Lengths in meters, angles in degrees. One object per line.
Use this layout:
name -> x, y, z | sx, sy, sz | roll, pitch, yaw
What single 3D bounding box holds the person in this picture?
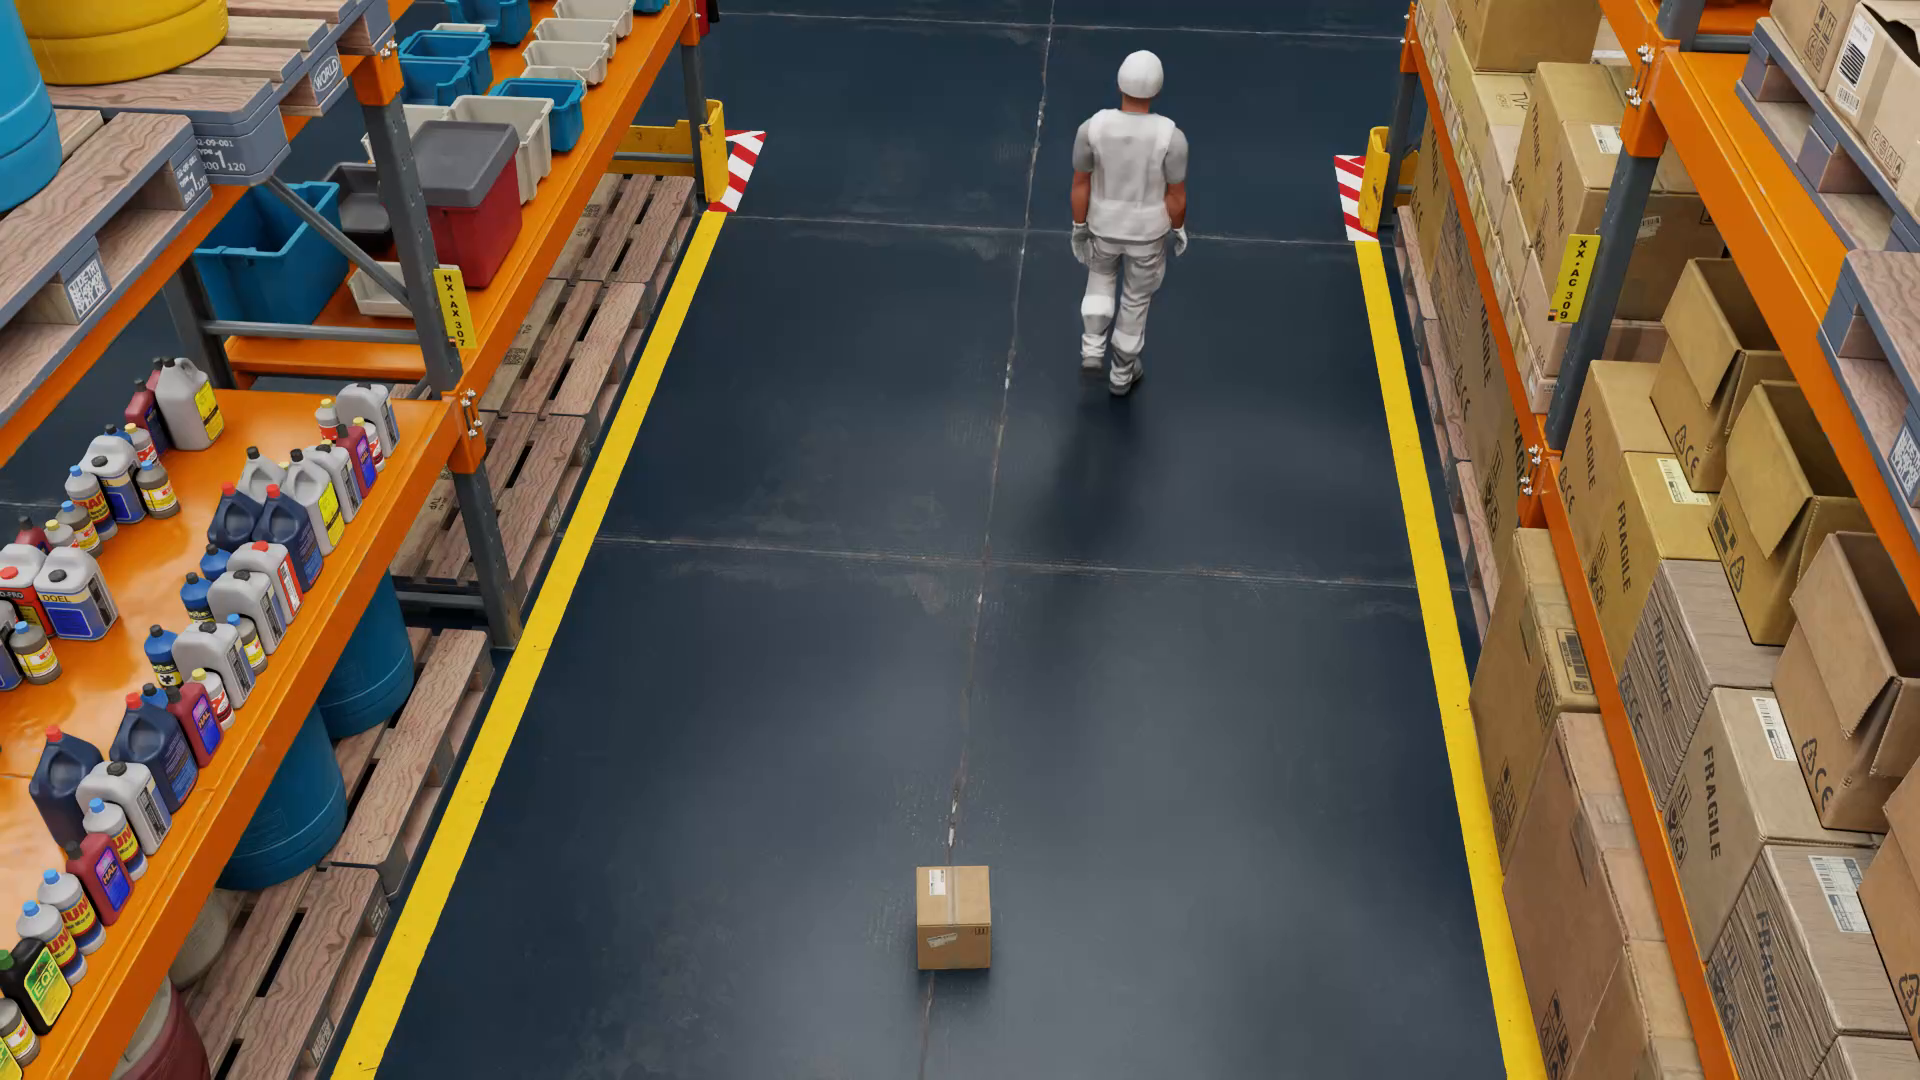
person -> 0.809, -1.492, 7.892 | 0.541, 1.783, 0.469 | 12, 41, 14
